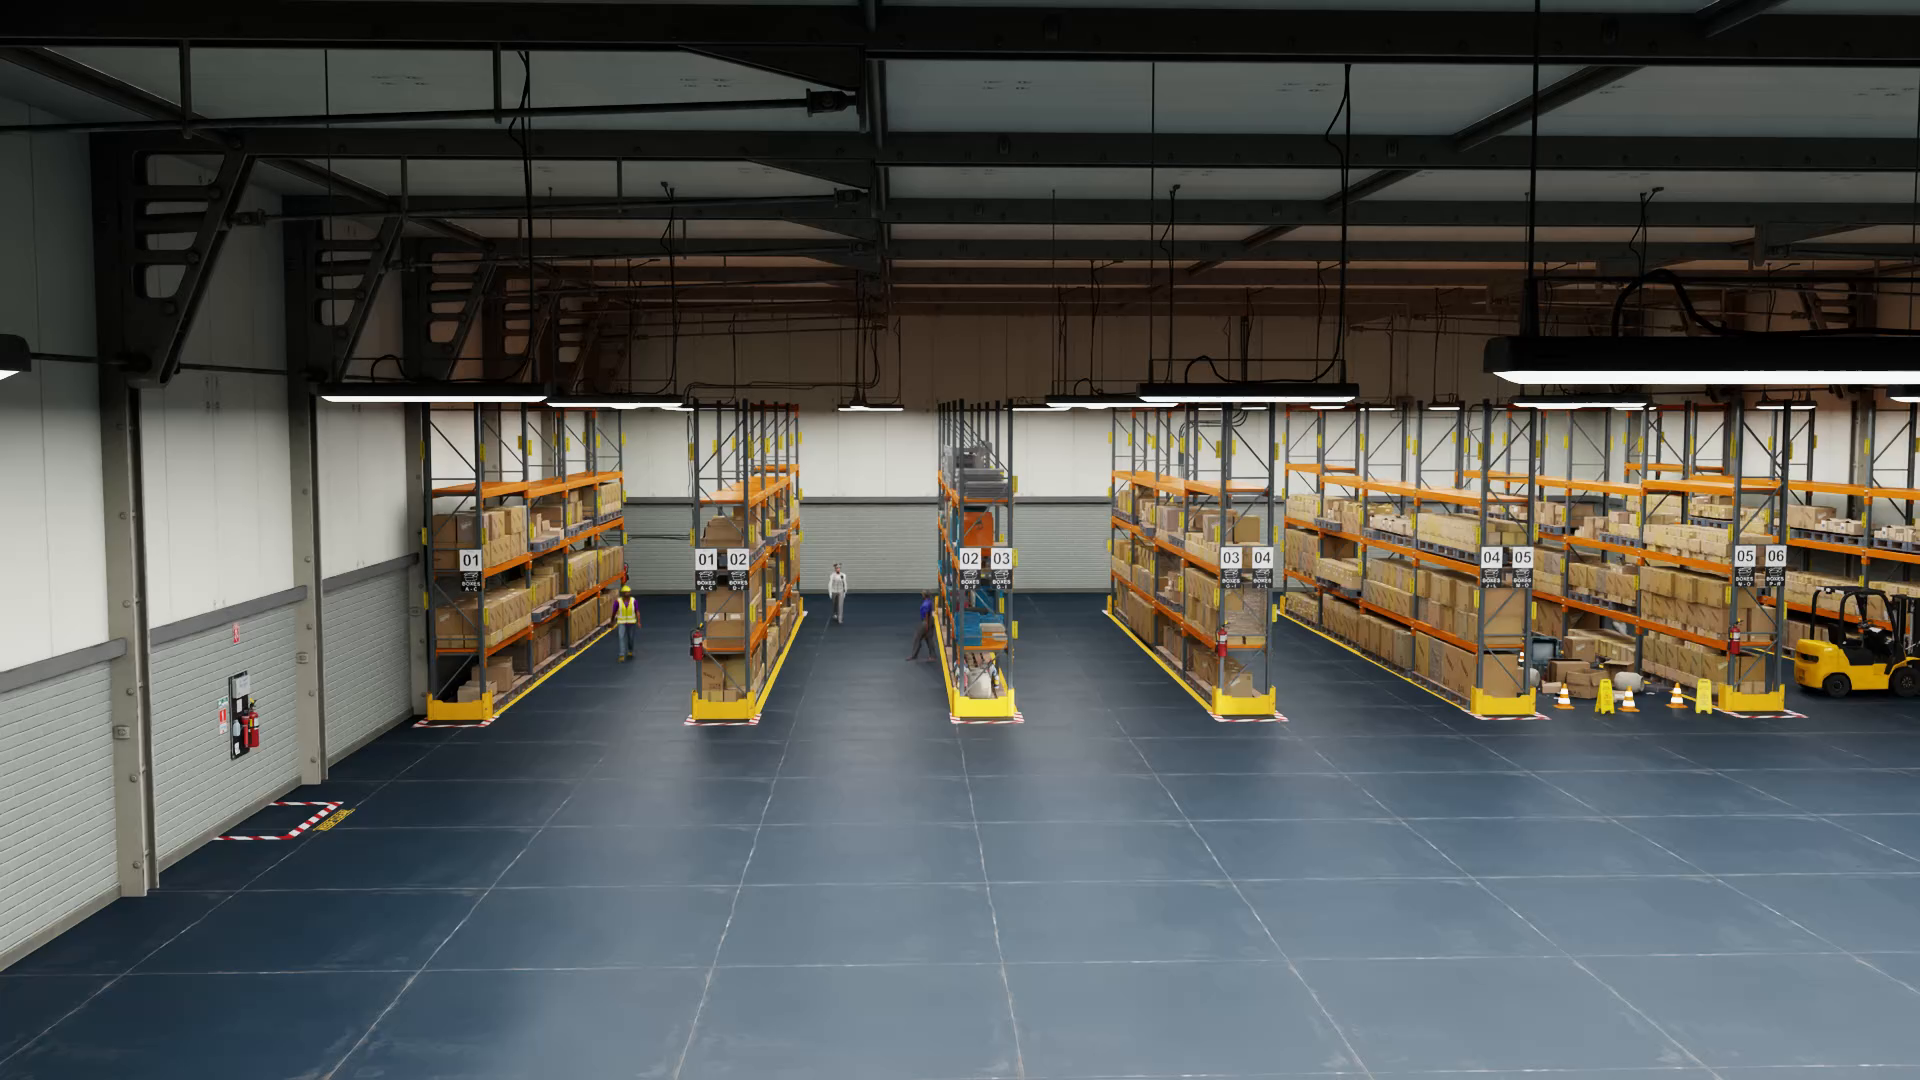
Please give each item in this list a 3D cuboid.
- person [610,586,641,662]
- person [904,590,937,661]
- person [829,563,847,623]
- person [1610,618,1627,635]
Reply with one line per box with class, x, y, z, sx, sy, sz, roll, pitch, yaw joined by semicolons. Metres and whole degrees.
person;-7.757;1.918;38.564;0.703;1.705;1.079;-1;4;-11
person;-0.890;1.983;38.526;0.681;1.660;0.580;1;5;17
person;-3.351;1.429;45.584;0.493;1.622;1.049;0;4;-3
person;16.593;1.705;41.659;0.610;1.741;0.606;-2;5;-25
